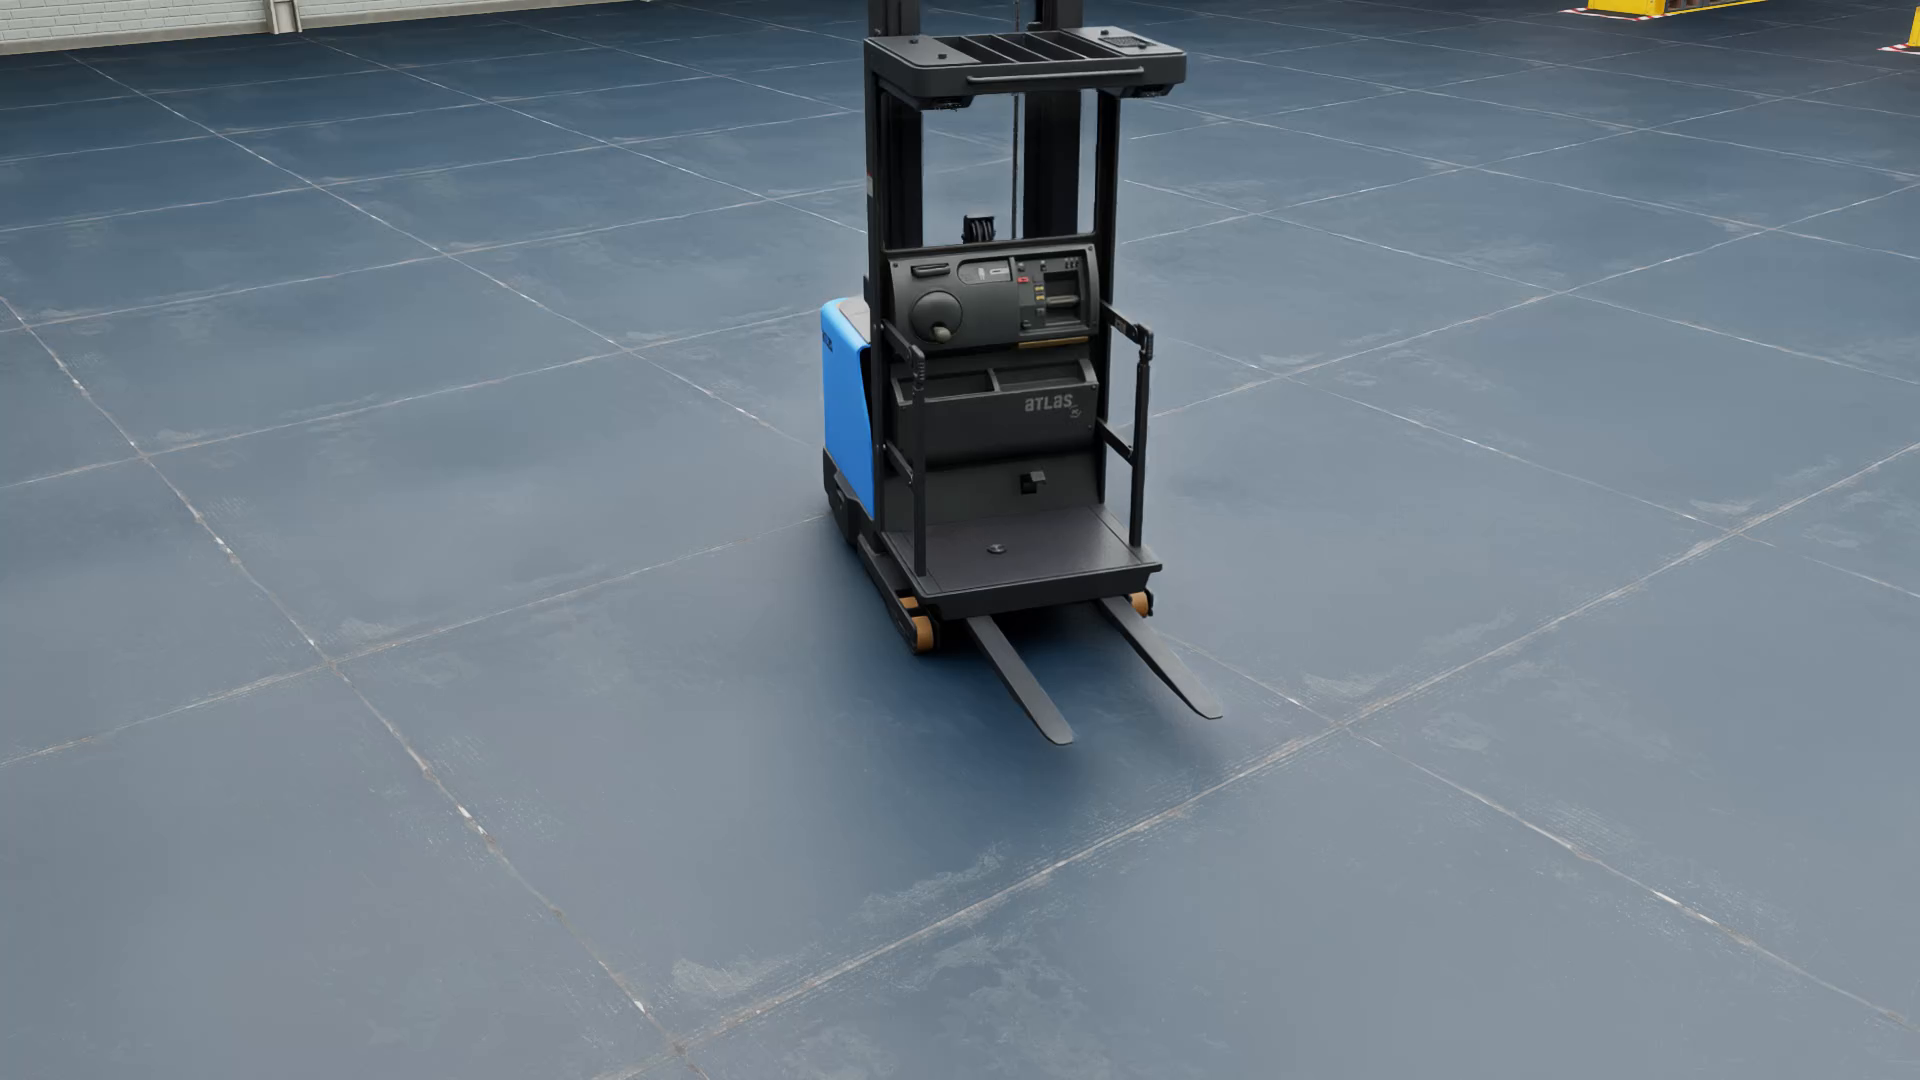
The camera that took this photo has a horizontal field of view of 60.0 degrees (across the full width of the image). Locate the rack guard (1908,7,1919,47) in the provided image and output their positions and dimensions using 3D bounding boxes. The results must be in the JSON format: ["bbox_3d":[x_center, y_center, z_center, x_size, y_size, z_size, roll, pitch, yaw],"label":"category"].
[{"bbox_3d":[13.573,-6.915,22.556,0.348,0.500,1.175,-18,31,-34],"label":"rack guard"}]

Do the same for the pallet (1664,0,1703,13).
[{"bbox_3d":[11.131,-8.650,26.636,1.213,0.211,1.003,-18,31,-34],"label":"pallet"}]

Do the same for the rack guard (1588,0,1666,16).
[{"bbox_3d":[10.488,-8.571,26.125,0.348,0.500,1.175,-18,31,-34],"label":"rack guard"}]

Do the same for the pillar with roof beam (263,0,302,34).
[{"bbox_3d":[-7.147,-10.039,19.192,0.400,9.000,9.100,-18,31,-34],"label":"pillar with roof beam"}]

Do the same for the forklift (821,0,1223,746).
[{"bbox_3d":[0.221,-1.026,6.979,1.130,2.935,3.031,-8,26,-16],"label":"forklift"}]

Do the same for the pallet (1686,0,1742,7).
[{"bbox_3d":[12.090,-8.965,27.315,1.213,0.211,1.003,-18,31,-34],"label":"pallet"}]
